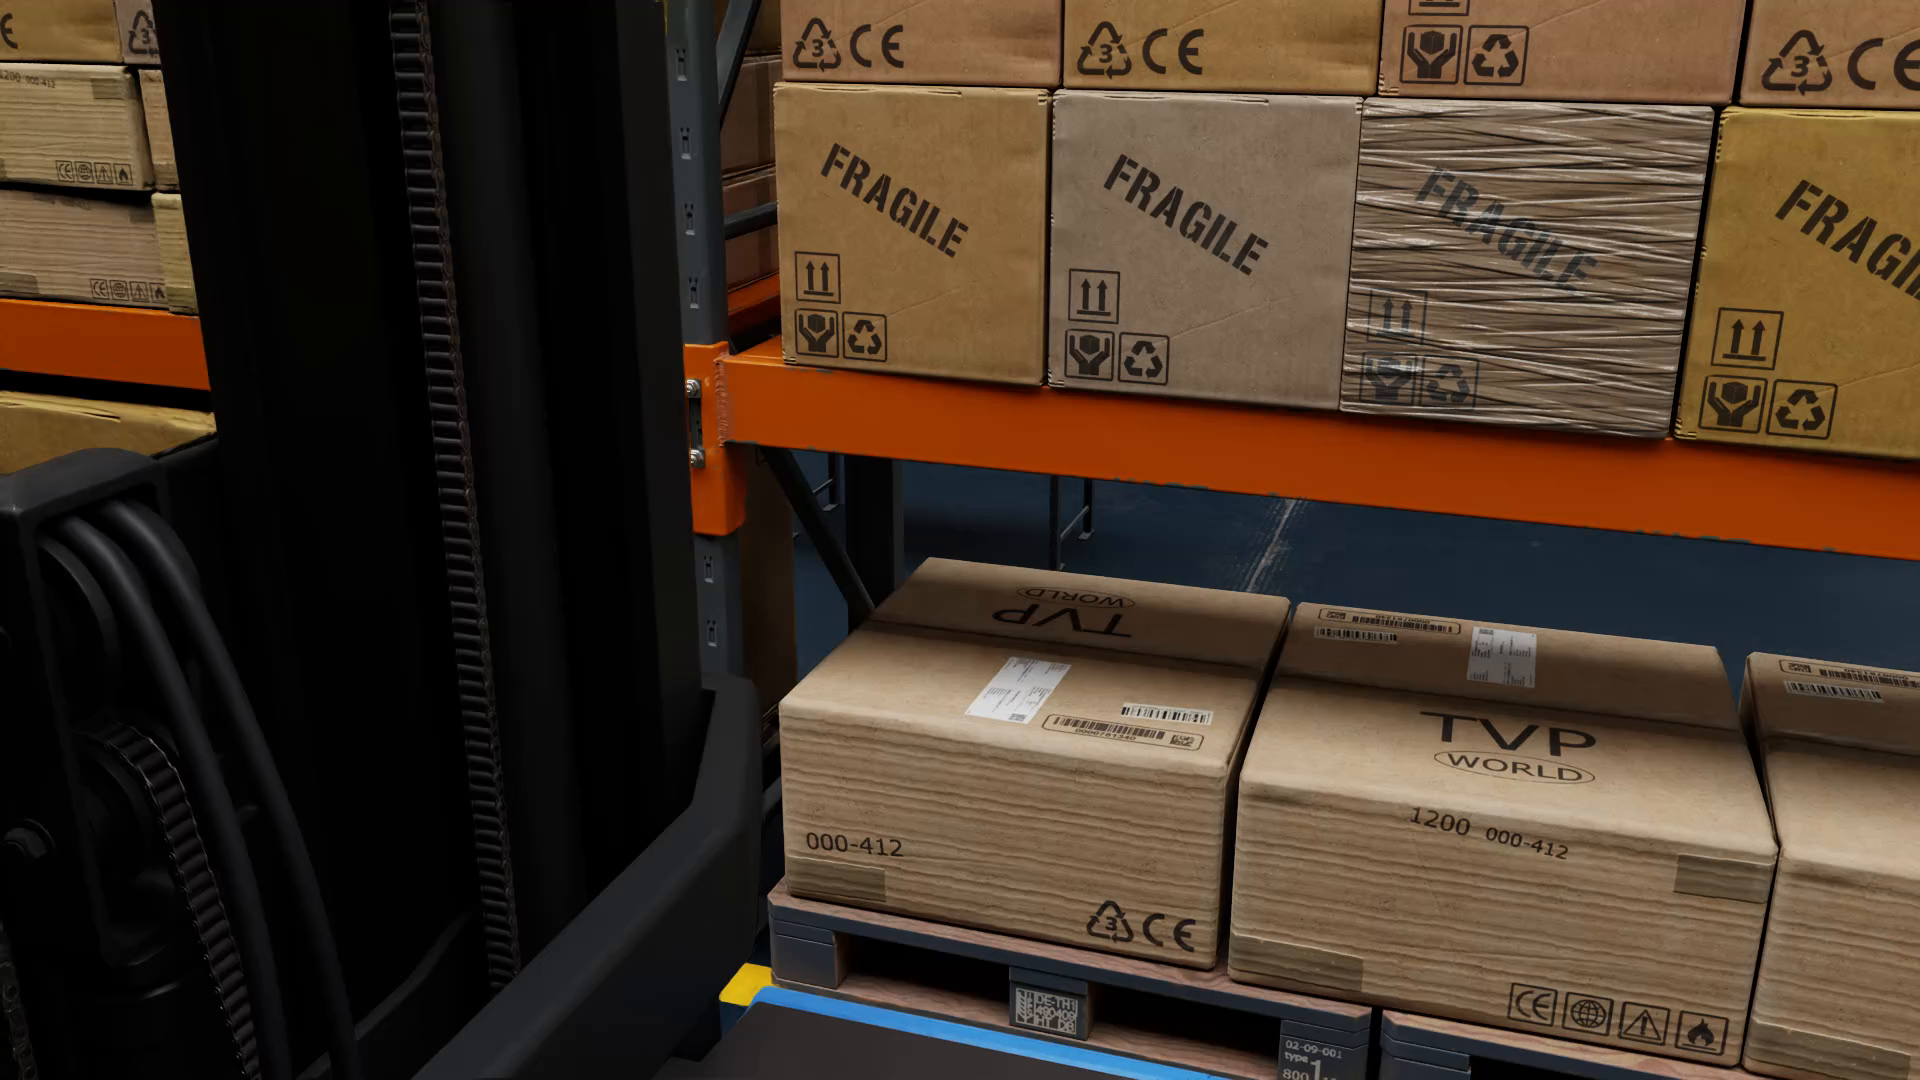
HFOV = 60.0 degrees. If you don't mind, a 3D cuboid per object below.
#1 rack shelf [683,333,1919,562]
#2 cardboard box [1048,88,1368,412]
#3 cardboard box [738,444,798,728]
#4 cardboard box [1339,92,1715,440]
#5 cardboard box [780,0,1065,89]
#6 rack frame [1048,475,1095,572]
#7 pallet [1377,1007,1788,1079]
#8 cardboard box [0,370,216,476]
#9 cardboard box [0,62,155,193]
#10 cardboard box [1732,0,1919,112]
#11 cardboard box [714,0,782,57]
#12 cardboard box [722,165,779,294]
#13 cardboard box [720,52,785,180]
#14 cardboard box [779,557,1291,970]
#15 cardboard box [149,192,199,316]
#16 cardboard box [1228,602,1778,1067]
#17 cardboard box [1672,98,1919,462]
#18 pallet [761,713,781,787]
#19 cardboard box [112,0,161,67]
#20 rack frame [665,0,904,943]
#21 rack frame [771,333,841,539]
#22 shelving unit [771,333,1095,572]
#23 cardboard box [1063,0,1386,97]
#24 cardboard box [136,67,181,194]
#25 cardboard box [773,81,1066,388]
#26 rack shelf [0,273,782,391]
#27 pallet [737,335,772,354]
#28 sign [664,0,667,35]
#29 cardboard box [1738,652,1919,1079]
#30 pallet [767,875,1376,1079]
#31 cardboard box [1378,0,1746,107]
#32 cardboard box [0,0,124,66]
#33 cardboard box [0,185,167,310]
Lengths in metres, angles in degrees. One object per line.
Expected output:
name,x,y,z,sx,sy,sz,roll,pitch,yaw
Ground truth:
rack shelf,1.527,-0.133,2.993,4.000,0.370,1.077,7,20,18
cardboard box,0.469,-0.548,2.939,0.500,0.500,0.500,7,20,18
cardboard box,-0.974,0.074,3.896,0.875,0.875,0.875,7,20,20
cardboard box,0.937,-0.492,2.779,0.500,0.500,0.500,7,20,18
cardboard box,0.008,-1.081,2.950,0.500,0.500,0.500,7,20,18
rack frame,0.400,-0.663,5.698,0.032,1.500,0.500,7,20,18
pallet,1.487,0.866,3.271,1.213,0.211,1.003,7,20,18
cardboard box,-1.830,-0.021,4.169,0.875,0.875,0.875,7,20,20
cardboard box,-1.824,-0.932,3.660,0.500,0.250,0.500,7,20,19
cardboard box,1.439,-0.910,2.460,0.500,0.500,0.500,6,20,18
cardboard box,-0.683,-1.345,3.706,0.500,0.500,0.500,7,20,19
cardboard box,-0.691,-0.747,3.891,0.500,0.250,0.500,6,20,17
cardboard box,-0.685,-0.989,3.824,0.500,0.250,0.500,6,20,16
cardboard box,0.196,0.424,3.556,0.875,0.438,0.875,6,20,17
cardboard box,-1.349,-0.643,3.592,0.500,0.250,0.500,6,20,17
cardboard box,1.042,0.521,3.280,0.875,0.438,0.875,6,20,16
cardboard box,1.424,-0.437,2.620,0.500,0.500,0.500,7,20,20
pallet,-1.116,0.568,4.125,1.213,0.211,1.003,7,20,18
cardboard box,-1.358,-1.232,3.381,0.500,0.500,0.500,7,20,19
rack frame,-0.362,-0.688,3.494,0.127,3.000,1.000,7,20,18
rack frame,-0.561,-0.772,6.013,0.032,1.500,0.500,7,20,18
shelving unit,-0.081,-0.717,5.856,1.048,1.500,0.538,7,20,18
cardboard box,0.483,-1.025,2.787,0.500,0.500,0.500,6,20,17
cardboard box,-1.333,-0.877,3.505,0.500,0.250,0.500,7,20,19
cardboard box,-0.005,-0.604,3.099,0.500,0.500,0.500,7,20,20
rack shelf,-2.251,-0.565,4.232,4.000,0.370,1.077,7,20,18
pallet,-0.725,-1.137,9.016,1.213,0.211,1.003,7,20,18
sign,-0.531,-1.028,2.830,0.005,0.325,0.100,7,20,18
cardboard box,1.893,0.619,2.999,0.875,0.438,0.875,7,20,20
pallet,0.331,0.735,3.648,1.213,0.211,1.003,7,20,18
cardboard box,0.964,-0.966,2.619,0.500,0.500,0.500,7,20,19
cardboard box,-1.830,-1.292,3.556,0.500,0.500,0.500,7,20,20
cardboard box,-1.820,-0.704,3.765,0.500,0.250,0.500,6,20,17
